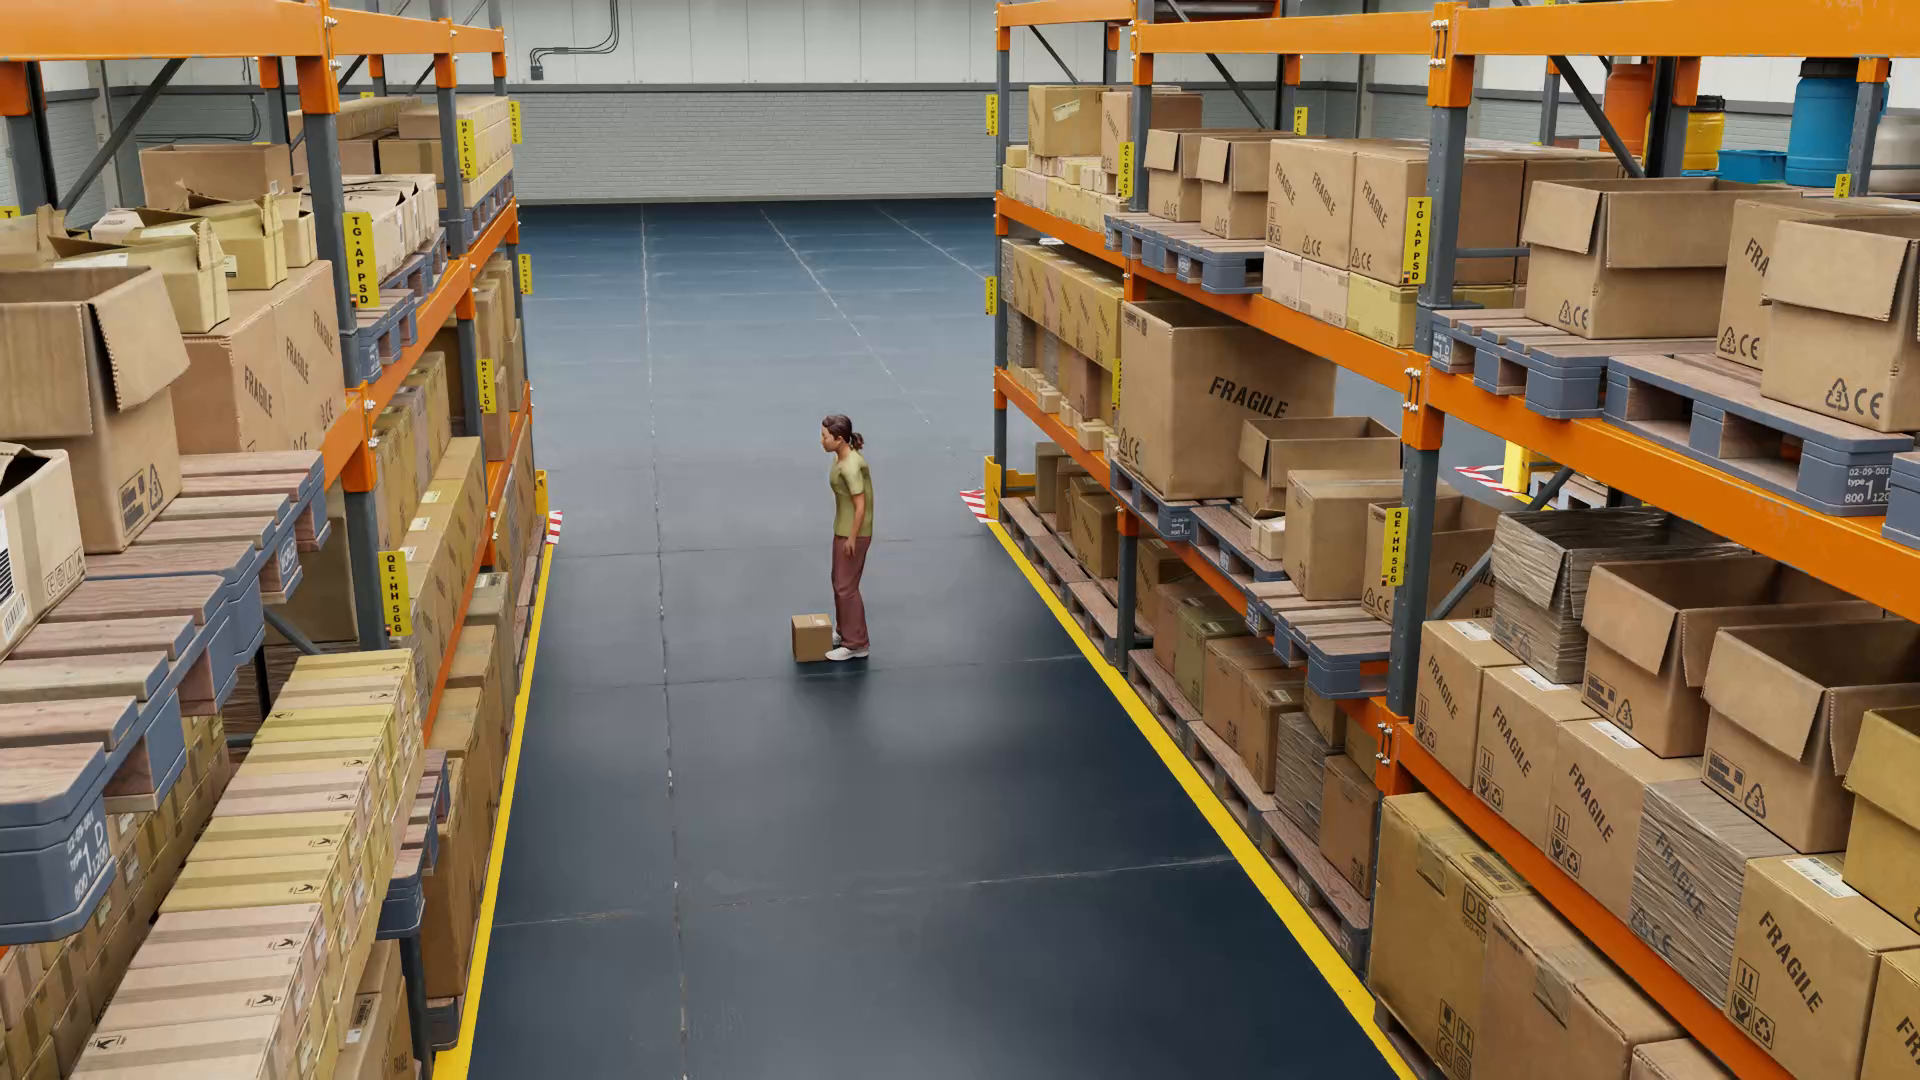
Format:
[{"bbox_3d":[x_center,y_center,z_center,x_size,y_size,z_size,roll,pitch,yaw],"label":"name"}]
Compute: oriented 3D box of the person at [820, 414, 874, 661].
[{"bbox_3d":[-0.762,-0.035,11.158,0.360,1.672,0.496,-3,17,-11],"label":"person"}]
